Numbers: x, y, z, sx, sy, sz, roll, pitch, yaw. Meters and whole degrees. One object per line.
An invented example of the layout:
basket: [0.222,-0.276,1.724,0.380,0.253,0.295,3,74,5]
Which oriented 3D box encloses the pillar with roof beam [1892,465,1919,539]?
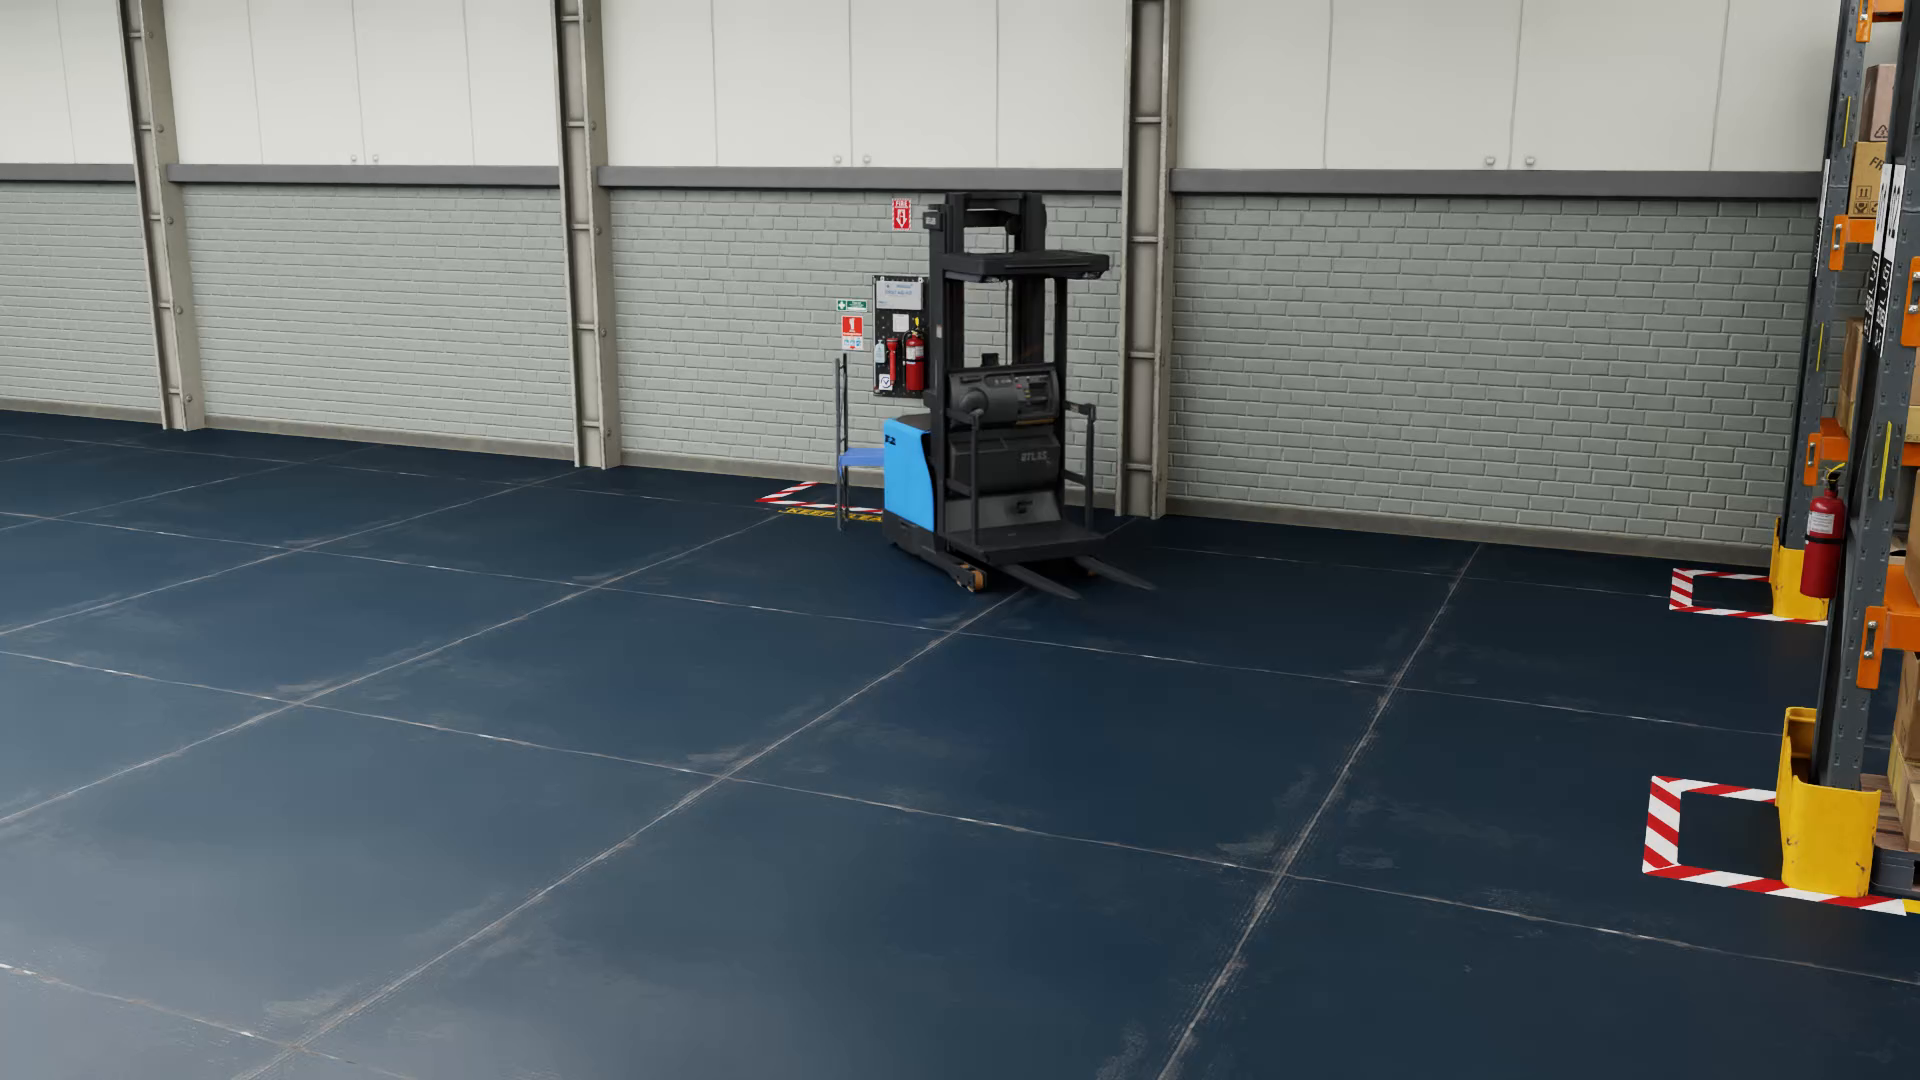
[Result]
pillar with roof beam: [5.399,-3.162,8.032,0.400,9.000,9.100,6,14,23]

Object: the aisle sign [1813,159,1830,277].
aisle sign: [5.965,-2.234,11.520,0.004,0.787,0.394,6,14,23]

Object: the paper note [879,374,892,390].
paper note: [-0.721,-1.534,16.156,0.142,0.148,0.016,6,14,23]

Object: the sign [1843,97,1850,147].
sign: [5.933,-2.797,11.130,0.005,0.325,0.100,6,14,23]

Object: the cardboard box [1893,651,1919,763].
cardboard box: [4.760,0.767,7.878,0.500,0.500,0.500,6,14,23]

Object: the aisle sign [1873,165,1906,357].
aisle sign: [3.965,-1.197,7.101,0.004,0.787,0.394,6,14,23]

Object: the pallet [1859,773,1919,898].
pallet: [4.866,1.430,7.699,1.213,0.211,1.003,6,14,23]

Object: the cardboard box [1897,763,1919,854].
cardboard box: [4.550,1.241,7.501,0.500,0.250,0.500,6,14,23]

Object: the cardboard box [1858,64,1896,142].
cardboard box: [6.406,-2.944,11.217,0.500,0.500,0.500,5,14,19]

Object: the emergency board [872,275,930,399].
emergency board: [-0.587,-1.932,15.924,0.643,1.169,0.194,6,14,23]

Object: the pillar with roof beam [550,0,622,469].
pillar with roof beam: [-5.572,-4.272,12.764,0.400,9.000,9.100,6,14,23]

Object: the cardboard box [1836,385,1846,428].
cardboard box: [6.658,-0.959,12.058,0.500,0.250,0.500,6,14,24]

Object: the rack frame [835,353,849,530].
rack frame: [-1.039,-0.876,14.675,0.032,1.500,0.500,1,12,4]

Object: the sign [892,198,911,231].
sign: [-0.554,-3.082,15.751,0.199,0.298,0.001,6,14,23]

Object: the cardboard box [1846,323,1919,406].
cardboard box: [6.467,-1.219,11.529,0.500,0.500,0.500,6,14,23]

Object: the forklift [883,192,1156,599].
forklift: [0.440,-1.147,12.727,1.130,2.935,3.031,-6,15,-25]

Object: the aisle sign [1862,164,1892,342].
aisle sign: [4.208,-1.323,7.635,0.004,0.787,0.394,6,14,23]

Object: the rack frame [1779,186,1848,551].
rack frame: [6.152,-1.025,12.055,0.127,3.000,1.000,6,14,23]

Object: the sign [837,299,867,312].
sign: [-1.050,-2.278,16.159,0.331,0.109,0.001,6,14,23]

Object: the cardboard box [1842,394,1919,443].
cardboard box: [6.470,-0.850,11.595,0.500,0.250,0.500,5,14,22]

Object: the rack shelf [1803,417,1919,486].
rack shelf: [7.981,-0.489,11.349,4.000,0.370,1.077,6,14,23]

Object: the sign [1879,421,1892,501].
sign: [3.919,-0.334,7.045,0.005,0.325,0.100,6,14,23]

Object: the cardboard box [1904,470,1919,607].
cardboard box: [4.571,0.008,7.438,0.500,0.500,0.700,6,14,23]

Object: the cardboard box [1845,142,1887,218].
cardboard box: [6.357,-2.460,11.345,0.500,0.500,0.500,6,15,25]

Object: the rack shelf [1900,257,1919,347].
rack shelf: [5.978,-0.915,6.595,4.000,0.370,1.077,6,14,23]

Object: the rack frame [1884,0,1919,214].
rack frame: [4.149,-2.910,6.959,0.127,3.000,1.000,6,14,23]

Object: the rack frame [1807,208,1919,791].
rack frame: [4.149,0.010,7.644,0.127,3.000,1.000,6,14,23]

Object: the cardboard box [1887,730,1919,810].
cardboard box: [4.759,1.132,7.962,0.500,0.250,0.500,6,14,23]

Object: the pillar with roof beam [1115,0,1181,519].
pillar with roof beam: [-0.087,-3.717,10.398,0.400,9.000,9.100,6,14,23]

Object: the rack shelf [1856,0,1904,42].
rack shelf: [7.981,-3.408,10.664,4.000,0.370,1.077,6,14,23]

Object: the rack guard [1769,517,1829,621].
rack guard: [6.222,0.199,12.311,0.348,0.500,1.175,6,14,23]

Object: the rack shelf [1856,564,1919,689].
rack shelf: [5.978,0.546,6.938,4.000,0.370,1.077,6,14,23]

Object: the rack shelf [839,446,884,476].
rack shelf: [-0.533,-0.691,14.672,1.000,0.185,0.538,1,12,4]

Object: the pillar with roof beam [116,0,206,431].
pillar with roof beam: [-11.058,-4.828,15.130,0.400,9.000,9.100,6,14,23]

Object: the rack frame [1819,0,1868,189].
rack frame: [6.152,-3.945,11.370,0.127,3.000,1.000,6,14,23]

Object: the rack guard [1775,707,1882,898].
rack guard: [4.127,1.225,7.939,0.348,0.500,1.175,6,14,23]

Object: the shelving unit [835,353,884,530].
shelving unit: [-0.532,-0.867,14.636,1.048,1.500,0.538,1,12,4]

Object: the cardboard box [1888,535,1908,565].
cardboard box: [6.749,0.153,11.959,0.500,0.311,0.500,4,14,17]

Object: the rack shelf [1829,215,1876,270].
rack shelf: [7.981,-1.950,11.006,4.000,0.370,1.077,6,14,23]

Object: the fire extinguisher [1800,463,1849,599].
fire extinguisher: [4.229,-0.060,8.113,0.183,0.674,0.296,6,14,23]

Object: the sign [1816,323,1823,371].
sign: [5.933,-1.333,11.473,0.005,0.325,0.100,6,14,23]

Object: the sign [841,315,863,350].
sign: [-1.051,-2.022,16.229,0.234,0.329,0.001,6,14,23]

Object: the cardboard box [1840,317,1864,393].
cardboard box: [6.670,-1.327,11.988,0.500,0.500,0.500,6,14,23]
